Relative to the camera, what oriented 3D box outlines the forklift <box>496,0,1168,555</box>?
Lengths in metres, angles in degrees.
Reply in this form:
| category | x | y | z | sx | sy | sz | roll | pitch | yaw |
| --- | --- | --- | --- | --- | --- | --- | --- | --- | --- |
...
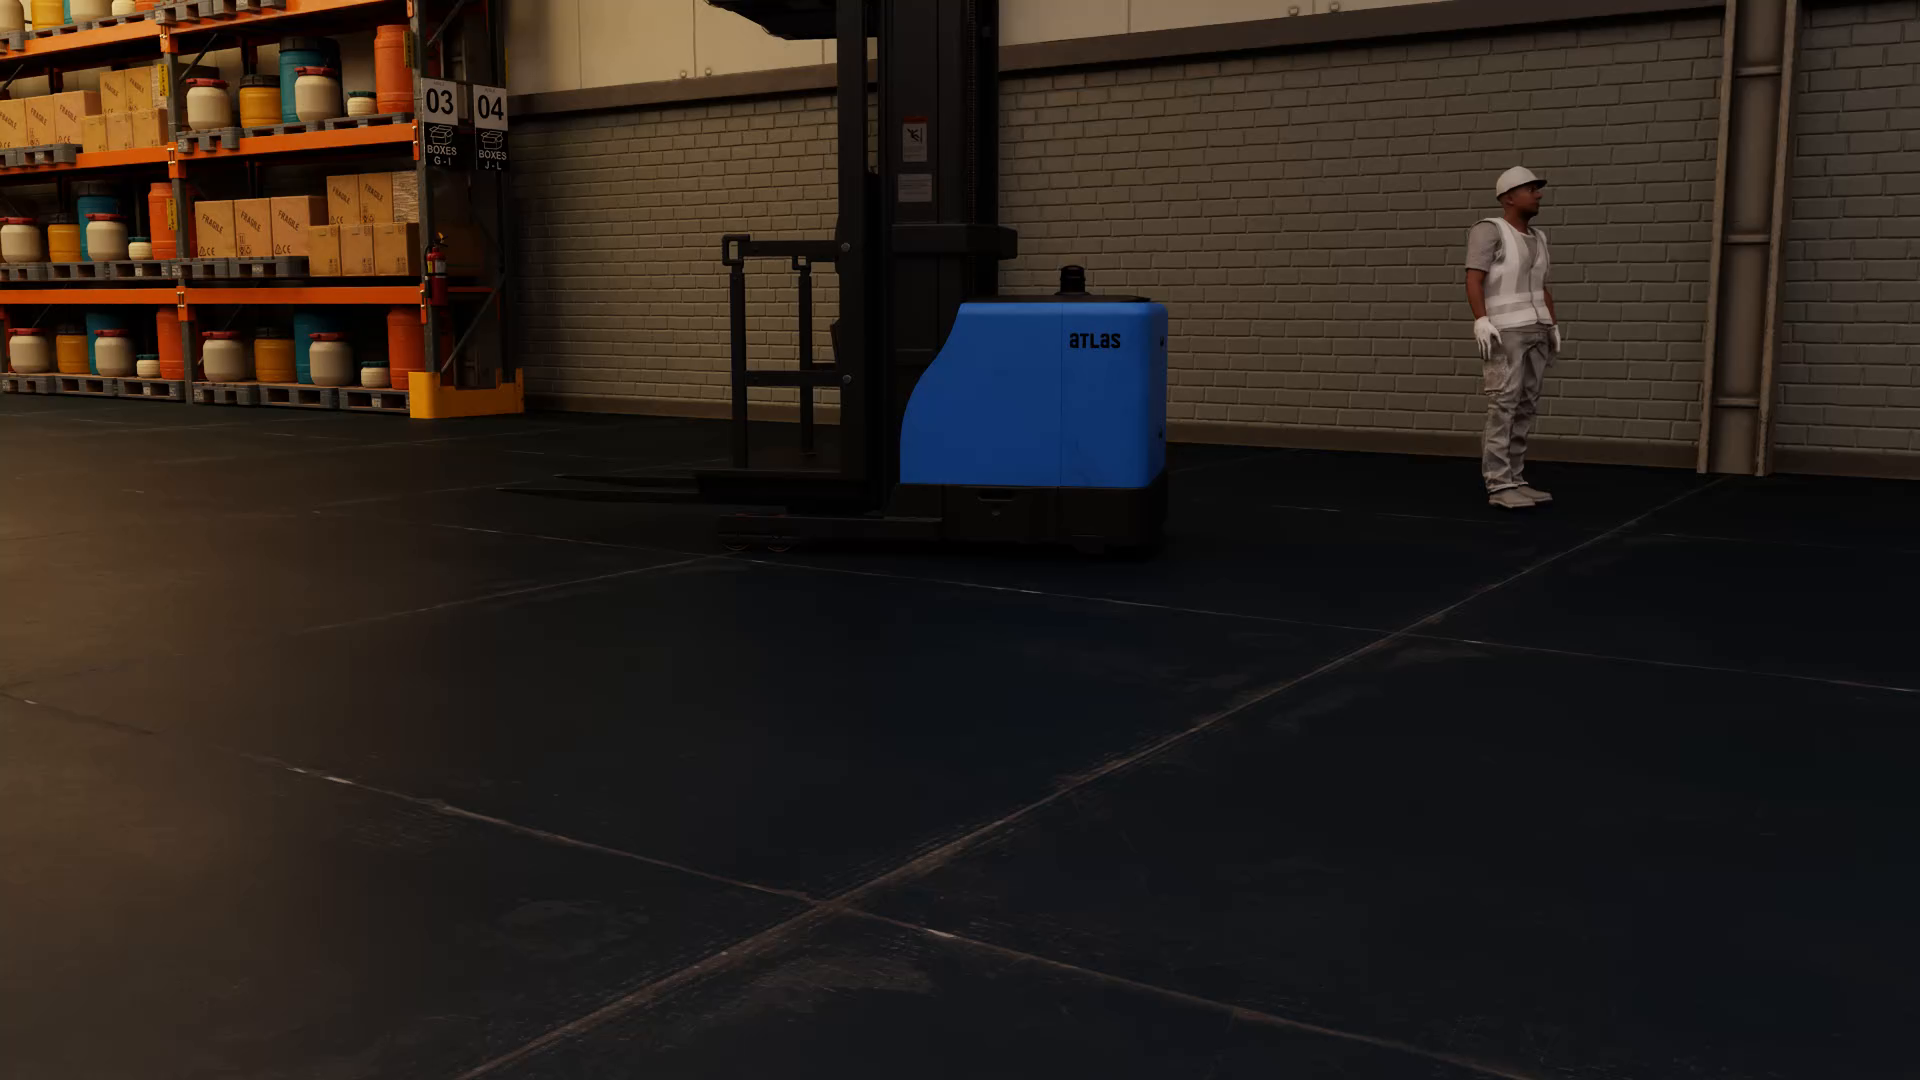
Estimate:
| category | x | y | z | sx | sy | sz | roll | pitch | yaw |
| --- | --- | --- | --- | --- | --- | --- | --- | --- | --- |
| forklift | -0.596 | -1.469 | 7.520 | 3.031 | 2.935 | 1.130 | 2 | 8 | 12 |

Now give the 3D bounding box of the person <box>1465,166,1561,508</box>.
| category | x | y | z | sx | sy | sz | roll | pitch | yaw |
| --- | --- | --- | --- | --- | --- | --- | --- | --- | --- |
| person | 3.003 | -1.081 | 8.821 | 0.656 | 1.785 | 0.576 | -6 | 10 | -35 |
